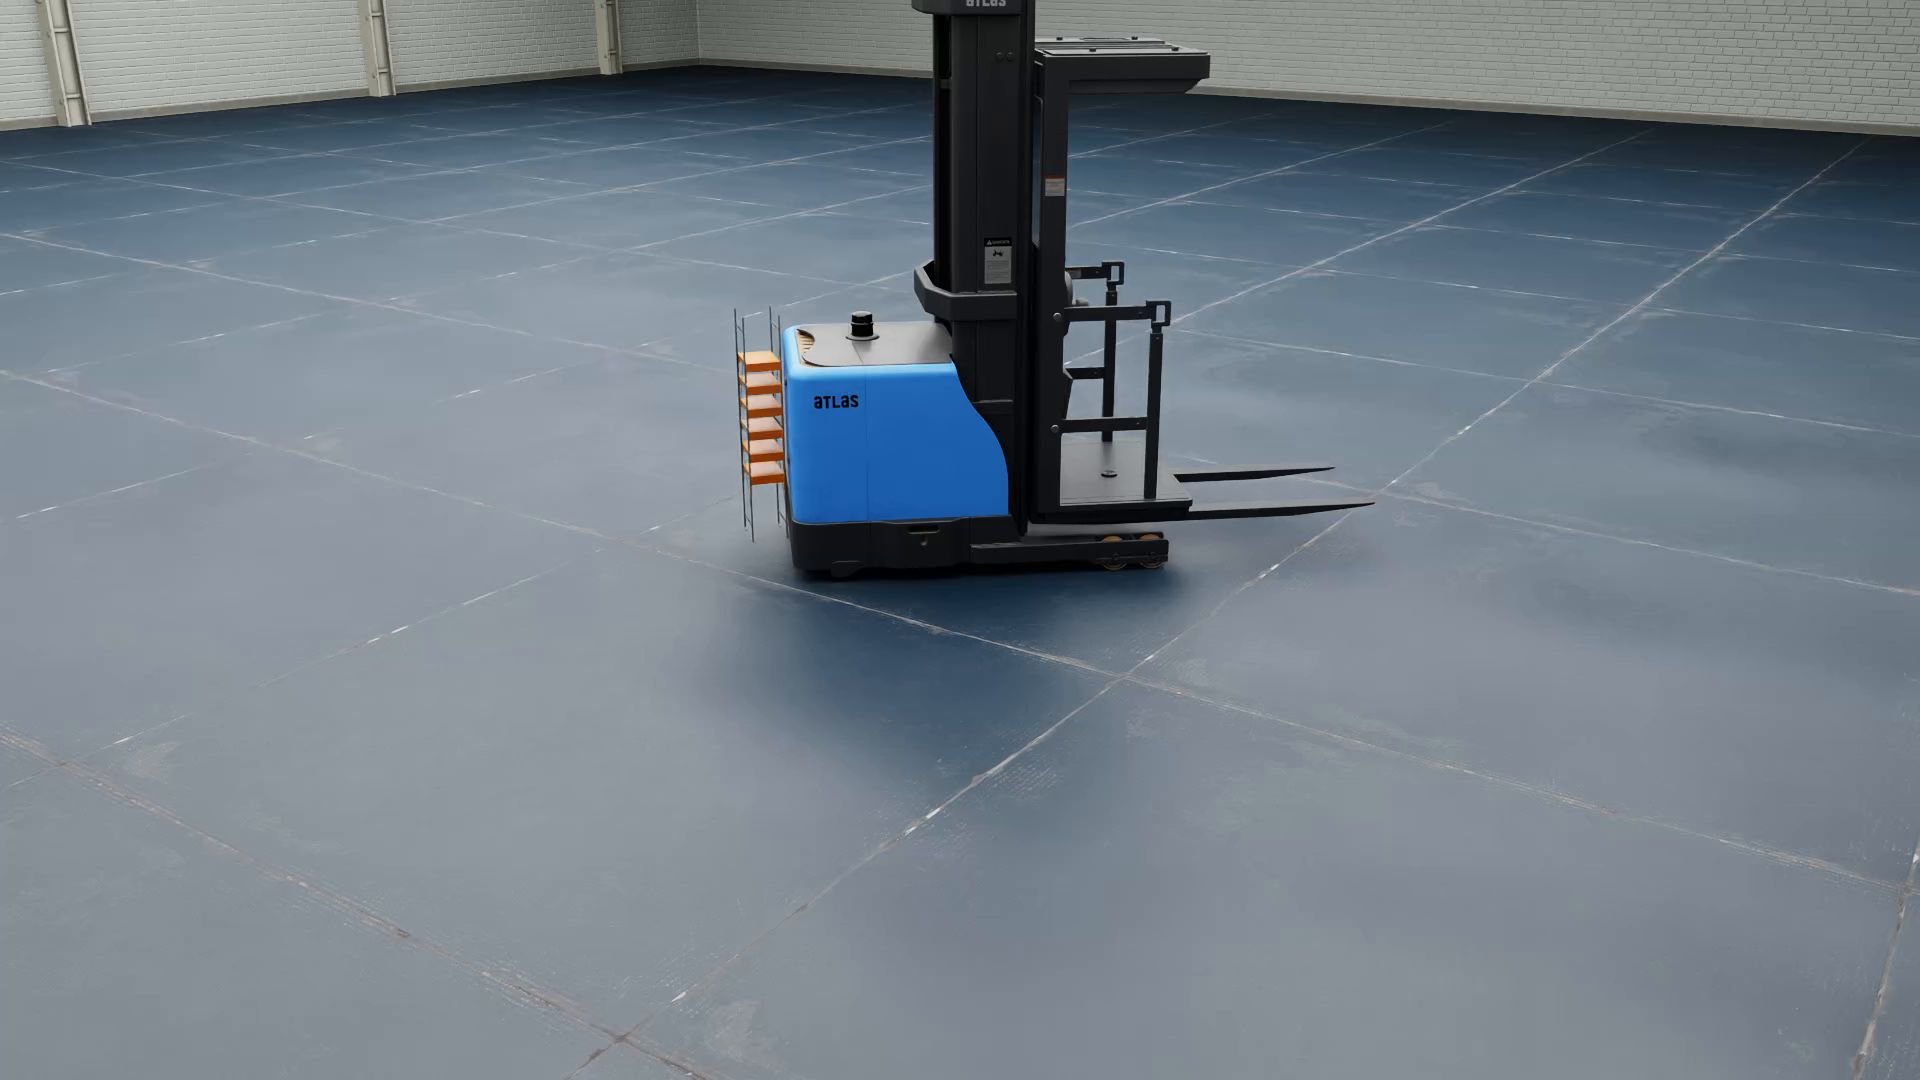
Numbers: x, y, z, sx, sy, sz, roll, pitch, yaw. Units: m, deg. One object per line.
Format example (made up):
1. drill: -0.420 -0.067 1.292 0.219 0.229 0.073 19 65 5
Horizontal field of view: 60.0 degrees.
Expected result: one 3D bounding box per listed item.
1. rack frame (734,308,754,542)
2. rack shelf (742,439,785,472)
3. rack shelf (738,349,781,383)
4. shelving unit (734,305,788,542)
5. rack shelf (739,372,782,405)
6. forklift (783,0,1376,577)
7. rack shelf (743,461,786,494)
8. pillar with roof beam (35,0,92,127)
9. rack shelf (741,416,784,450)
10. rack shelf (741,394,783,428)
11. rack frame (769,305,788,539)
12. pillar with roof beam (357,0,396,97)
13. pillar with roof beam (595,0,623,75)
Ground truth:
1. rack frame: -1.121 -0.590 8.630 0.006 1.200 0.240 -6 21 -16
2. rack shelf: -1.034 -0.445 8.713 0.180 0.103 0.258 -6 21 -16
3. rack shelf: -1.034 -0.896 8.547 0.180 0.103 0.258 -6 21 -16
4. shelving unit: -1.034 -0.600 8.656 0.189 1.200 0.258 -6 21 -16
5. rack shelf: -1.034 -0.783 8.589 0.180 0.103 0.258 -6 21 -16
6. forklift: 0.618 -1.404 8.335 3.031 2.935 1.130 -3 20 -7
7. rack shelf: -1.034 -0.333 8.755 0.180 0.103 0.258 -6 21 -16
8. pillar with roof beam: -10.792 -10.113 23.133 9.100 9.000 0.400 13 24 32
9. rack shelf: -1.034 -0.558 8.672 0.180 0.103 0.258 -6 21 -16
10. rack shelf: -1.034 -0.670 8.630 0.180 0.103 0.258 -6 21 -16
11. rack frame: -0.947 -0.609 8.682 0.006 1.200 0.240 -6 21 -16
12. pillar with roof beam: -7.420 -11.834 27.787 9.100 9.000 0.400 13 24 32
13. pillar with roof beam: -4.047 -13.556 32.441 9.100 9.000 0.400 13 24 32
